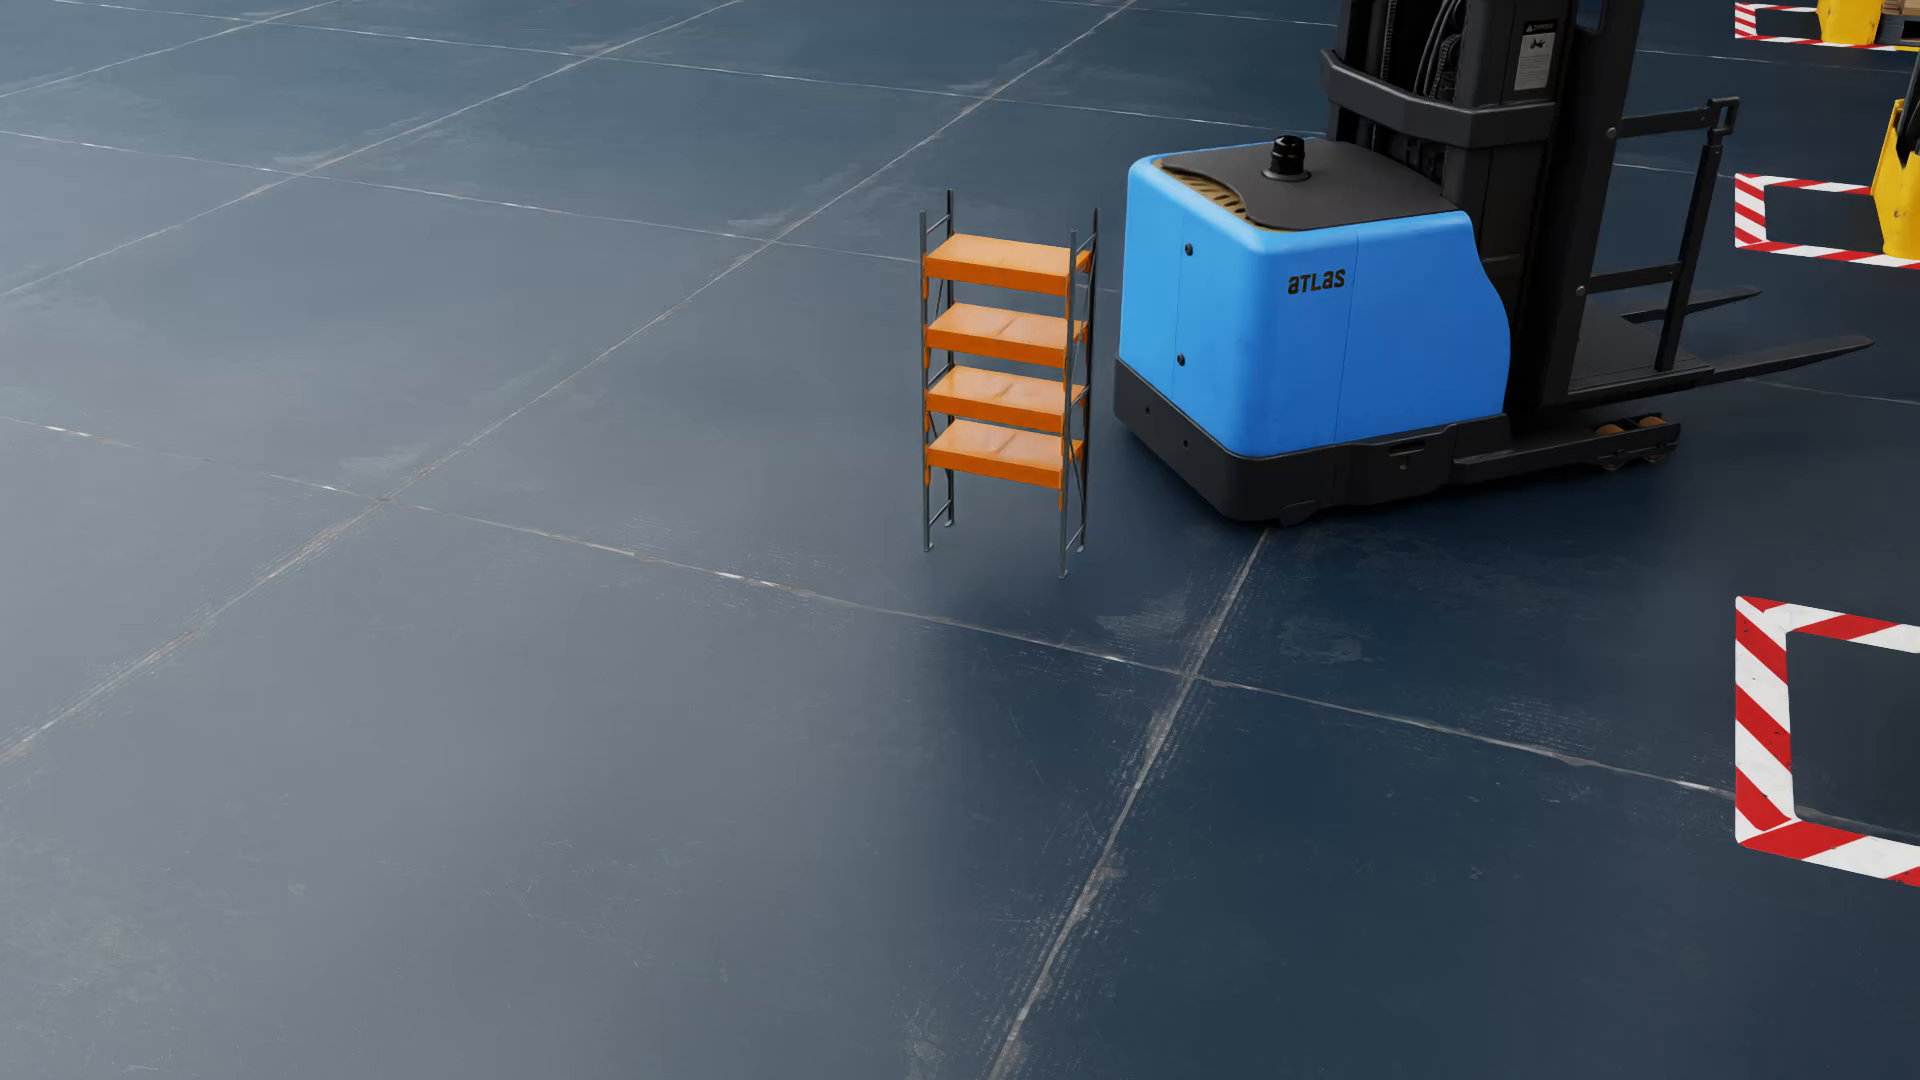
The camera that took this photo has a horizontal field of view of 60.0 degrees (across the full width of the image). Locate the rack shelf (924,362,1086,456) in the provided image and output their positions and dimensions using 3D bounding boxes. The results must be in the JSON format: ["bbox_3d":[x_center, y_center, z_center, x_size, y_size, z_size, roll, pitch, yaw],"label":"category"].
[{"bbox_3d":[0.153,-0.433,5.434,0.480,0.148,0.258,11,31,19],"label":"rack shelf"}]

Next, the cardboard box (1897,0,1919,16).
[{"bbox_3d":[7.150,-3.981,12.112,0.500,0.250,0.500,11,31,19],"label":"cardboard box"}]

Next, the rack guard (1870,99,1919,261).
[{"bbox_3d":[4.959,-1.857,8.527,0.348,0.500,1.175,11,31,19],"label":"rack guard"}]

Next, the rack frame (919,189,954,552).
[{"bbox_3d":[-0.073,-0.537,5.480,0.015,1.200,0.240,11,31,19],"label":"rack frame"}]

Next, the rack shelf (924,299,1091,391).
[{"bbox_3d":[0.153,-0.628,5.324,0.480,0.148,0.258,11,31,19],"label":"rack shelf"}]

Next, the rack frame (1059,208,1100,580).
[{"bbox_3d":[0.380,-0.447,5.321,0.015,1.200,0.240,11,31,19],"label":"rack frame"}]

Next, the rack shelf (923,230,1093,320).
[{"bbox_3d":[0.153,-0.834,5.207,0.480,0.148,0.258,11,31,19],"label":"rack shelf"}]

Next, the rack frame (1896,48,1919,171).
[{"bbox_3d":[4.871,-2.938,7.899,0.127,3.000,1.000,11,31,19],"label":"rack frame"}]

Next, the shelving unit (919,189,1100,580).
[{"bbox_3d":[0.153,-0.492,5.401,0.503,1.200,0.258,11,31,19],"label":"shelving unit"}]

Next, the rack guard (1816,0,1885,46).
[{"bbox_3d":[6.715,-4.112,12.516,0.348,0.500,1.175,11,31,19],"label":"rack guard"}]

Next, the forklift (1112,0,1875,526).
[{"bbox_3d":[2.165,-1.769,5.900,3.031,2.935,1.130,-11,31,-18],"label":"forklift"}]

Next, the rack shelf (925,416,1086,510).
[{"bbox_3d":[0.153,-0.260,5.531,0.480,0.148,0.258,11,31,19],"label":"rack shelf"}]

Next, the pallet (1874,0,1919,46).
[{"bbox_3d":[7.461,-3.859,12.363,1.213,0.211,1.003,11,31,19],"label":"pallet"}]
